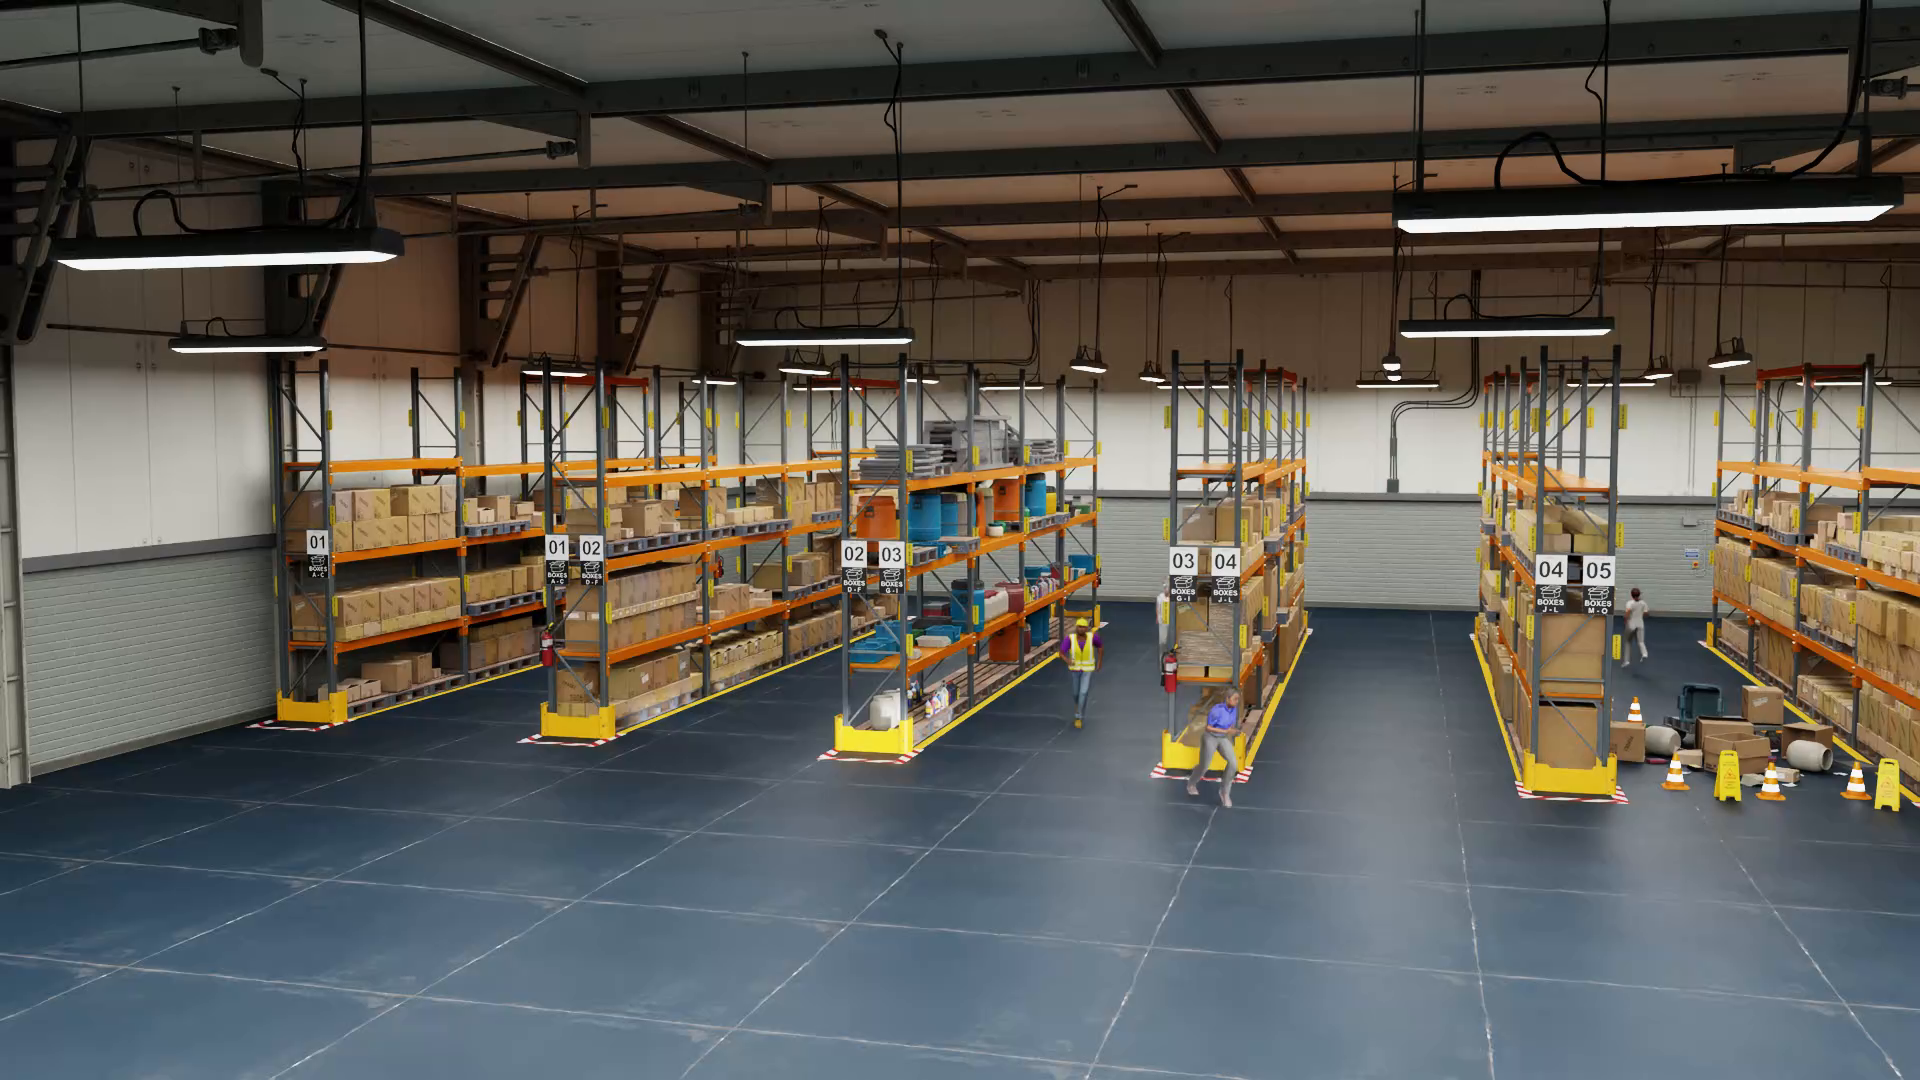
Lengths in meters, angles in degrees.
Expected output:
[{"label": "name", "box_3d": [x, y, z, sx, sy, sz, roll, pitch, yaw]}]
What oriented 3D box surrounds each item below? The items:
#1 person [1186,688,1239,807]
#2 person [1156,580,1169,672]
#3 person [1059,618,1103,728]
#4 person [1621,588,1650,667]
[{"label": "person", "box_3d": [3.342, 2.686, 21.786, 0.613, 1.602, 0.967, -3, 5, -34]}, {"label": "person", "box_3d": [4.231, 1.716, 33.426, 0.653, 1.842, 0.810, 1, 4, 18]}, {"label": "person", "box_3d": [1.995, 2.153, 27.442, 0.725, 1.755, 1.009, 0, 4, 6]}, {"label": "person", "box_3d": [13.521, 1.790, 33.256, 0.536, 1.672, 1.126, 0, 4, 5]}]
